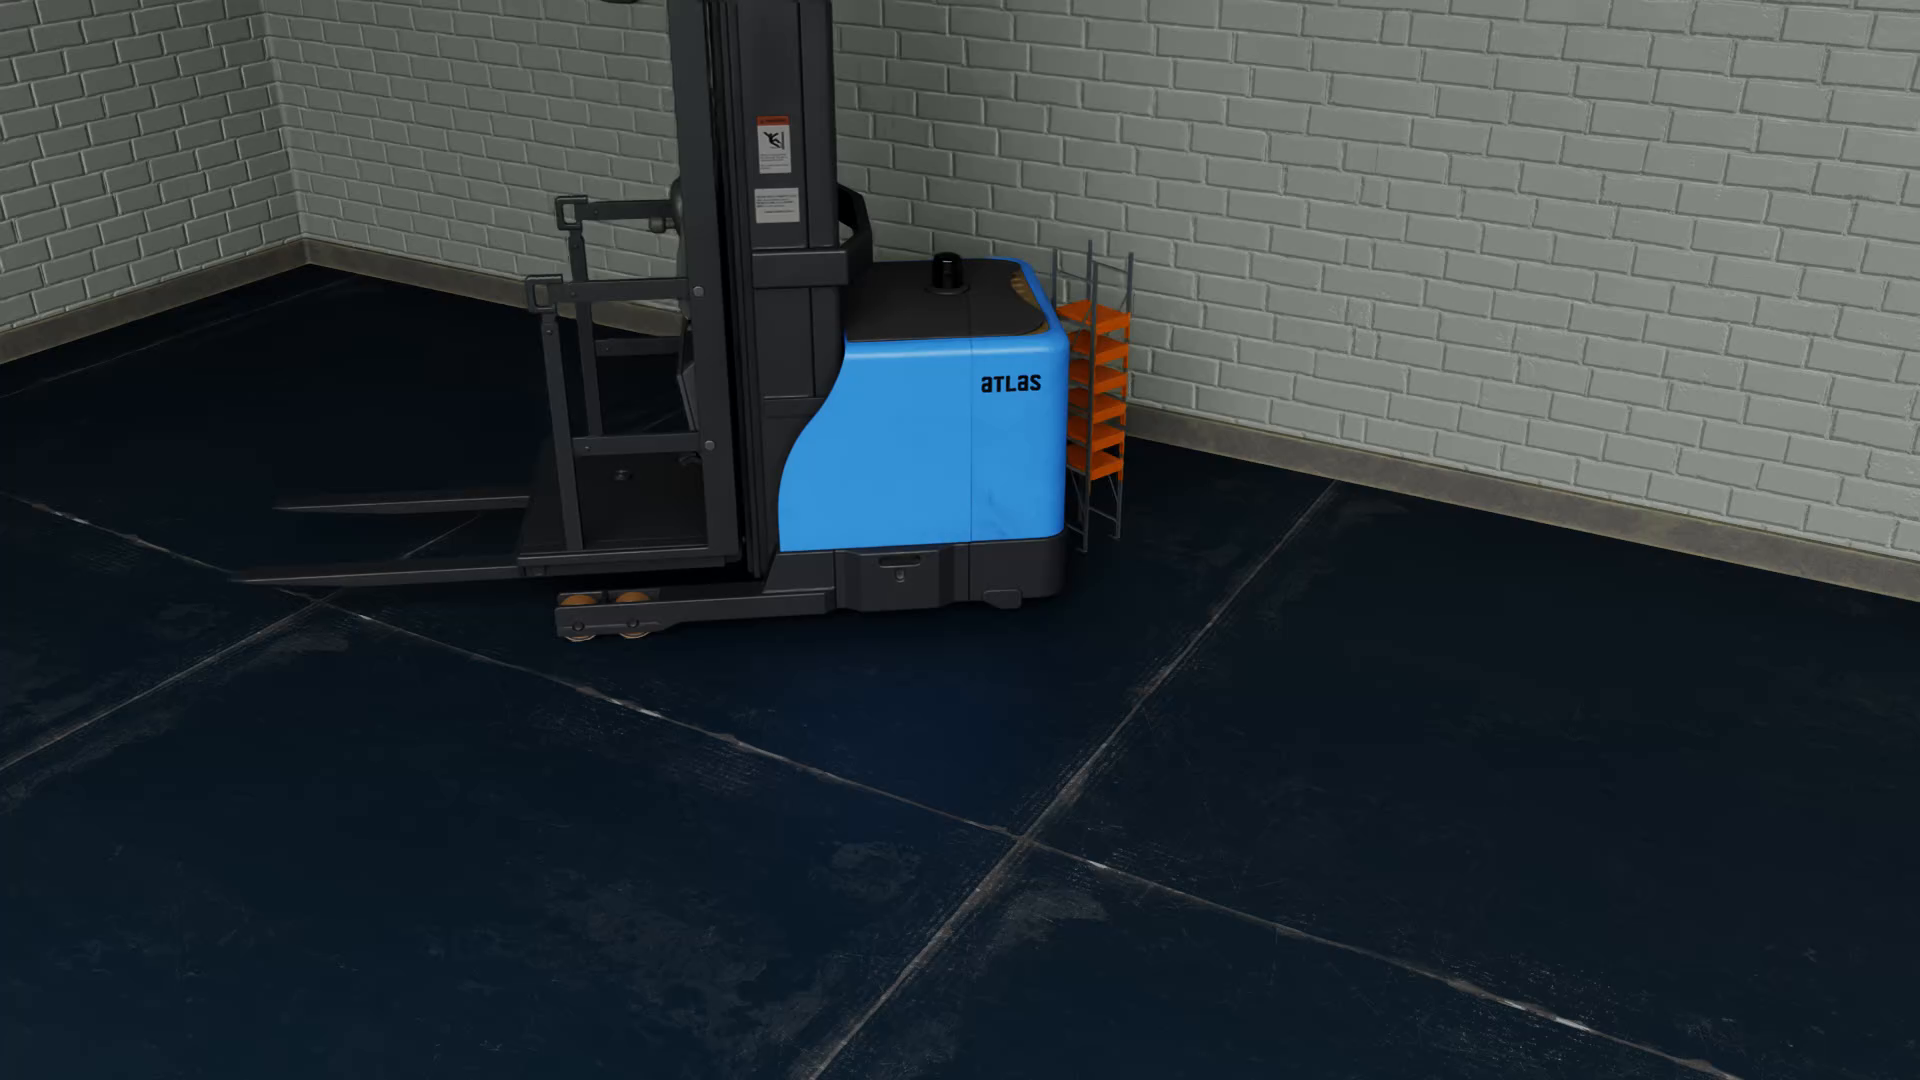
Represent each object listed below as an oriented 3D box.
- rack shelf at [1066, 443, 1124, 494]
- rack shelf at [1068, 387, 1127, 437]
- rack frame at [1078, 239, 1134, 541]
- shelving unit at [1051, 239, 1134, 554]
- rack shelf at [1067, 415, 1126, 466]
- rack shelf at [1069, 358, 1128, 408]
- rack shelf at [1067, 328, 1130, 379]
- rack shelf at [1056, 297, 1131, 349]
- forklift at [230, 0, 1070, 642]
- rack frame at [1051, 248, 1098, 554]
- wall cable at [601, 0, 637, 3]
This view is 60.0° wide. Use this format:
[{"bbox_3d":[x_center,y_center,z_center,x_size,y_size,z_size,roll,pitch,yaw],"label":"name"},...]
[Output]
[{"bbox_3d":[0.499,-0.295,6.634,0.180,0.103,0.258,-20,33,-35],"label":"rack shelf"},{"bbox_3d":[0.499,-0.510,6.527,0.180,0.103,0.258,-20,33,-35],"label":"rack shelf"},{"bbox_3d":[0.569,-0.576,6.559,0.006,1.200,0.240,-20,33,-35],"label":"rack frame"},{"bbox_3d":[0.499,-0.549,6.507,0.189,1.200,0.258,-20,33,-35],"label":"shelving unit"},{"bbox_3d":[0.499,-0.402,6.581,0.180,0.103,0.258,-20,33,-35],"label":"rack shelf"},{"bbox_3d":[0.499,-0.617,6.473,0.180,0.103,0.258,-20,33,-35],"label":"rack shelf"},{"bbox_3d":[0.499,-0.724,6.419,0.180,0.103,0.258,-20,33,-35],"label":"rack shelf"},{"bbox_3d":[0.499,-0.832,6.365,0.180,0.103,0.258,-20,33,-35],"label":"rack shelf"},{"bbox_3d":[-1.155,-1.194,5.860,3.031,2.935,1.130,-3,27,-6],"label":"forklift"},{"bbox_3d":[0.429,-0.523,6.455,0.006,1.200,0.240,-20,33,-35],"label":"rack frame"},{"bbox_3d":[-2.713,-3.989,8.135,3.097,2.526,0.112,14,30,26],"label":"wall cable"}]
